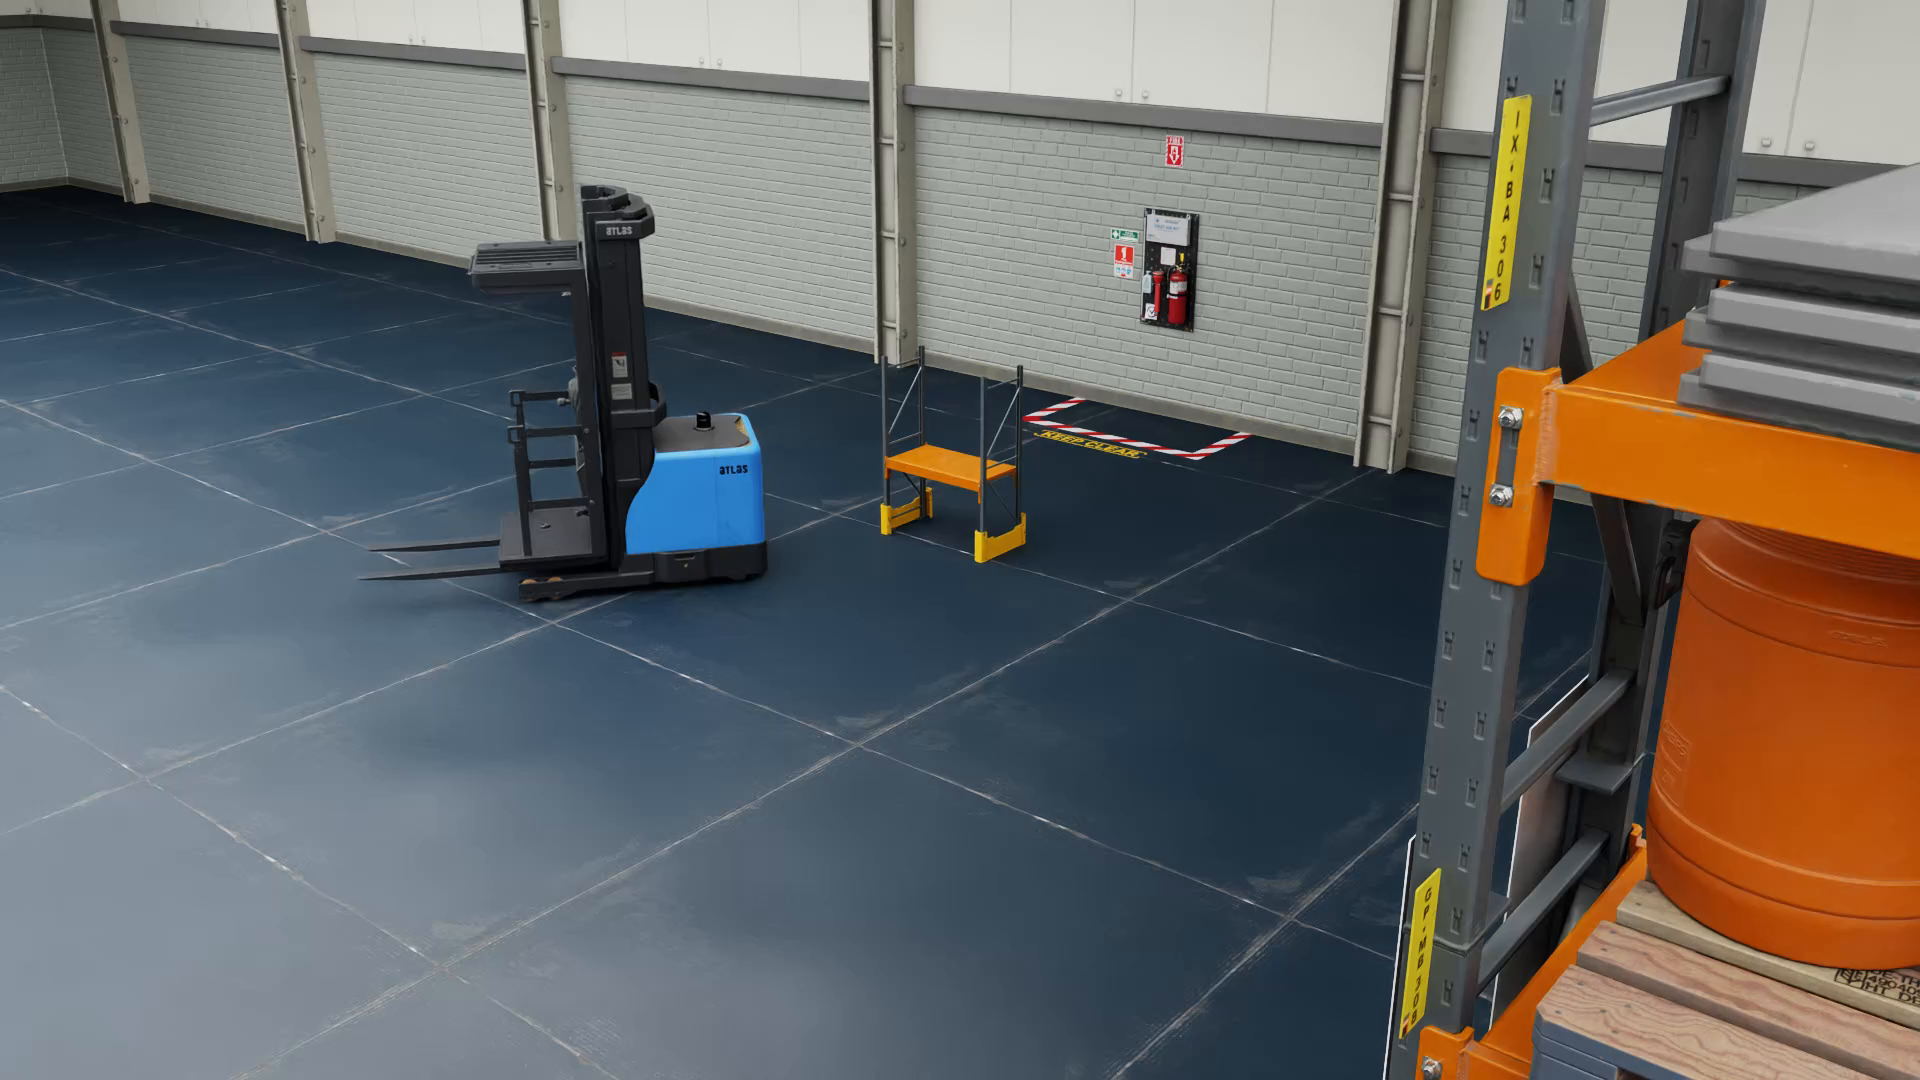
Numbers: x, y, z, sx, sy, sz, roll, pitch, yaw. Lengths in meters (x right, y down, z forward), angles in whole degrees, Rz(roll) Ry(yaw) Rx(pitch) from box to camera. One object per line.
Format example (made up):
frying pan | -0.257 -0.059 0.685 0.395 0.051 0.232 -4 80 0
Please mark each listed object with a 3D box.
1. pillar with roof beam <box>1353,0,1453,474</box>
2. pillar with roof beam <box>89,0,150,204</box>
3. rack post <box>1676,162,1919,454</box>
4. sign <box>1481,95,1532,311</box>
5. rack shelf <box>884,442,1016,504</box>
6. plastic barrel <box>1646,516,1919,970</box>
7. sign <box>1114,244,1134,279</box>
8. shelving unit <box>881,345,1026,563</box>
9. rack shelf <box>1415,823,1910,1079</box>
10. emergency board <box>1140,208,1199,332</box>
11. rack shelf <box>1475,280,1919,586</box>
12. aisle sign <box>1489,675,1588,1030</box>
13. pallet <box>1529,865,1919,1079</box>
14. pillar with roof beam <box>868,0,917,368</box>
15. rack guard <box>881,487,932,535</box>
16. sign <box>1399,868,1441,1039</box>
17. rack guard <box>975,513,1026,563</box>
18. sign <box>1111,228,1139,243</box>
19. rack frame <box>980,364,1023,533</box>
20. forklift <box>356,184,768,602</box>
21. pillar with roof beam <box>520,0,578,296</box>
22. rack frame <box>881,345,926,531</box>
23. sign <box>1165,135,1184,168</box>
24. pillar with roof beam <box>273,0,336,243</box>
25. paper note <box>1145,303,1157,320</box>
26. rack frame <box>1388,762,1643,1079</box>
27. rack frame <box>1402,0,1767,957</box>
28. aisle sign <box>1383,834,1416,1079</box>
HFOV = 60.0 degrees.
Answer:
pillar with roof beam | 1.193 -3.726 10.795 0.400 9.000 9.100 16 26 36
pillar with roof beam | -17.401 -9.081 24.994 0.400 9.000 9.100 16 26 36
rack post | 1.715 -0.338 2.521 0.937 0.300 0.954 -19 28 -41
sign | 0.859 -0.529 2.613 0.005 0.325 0.100 16 26 36
rack shelf | -0.066 -0.552 13.517 1.000 0.185 0.538 16 26 36
plastic barrel | 1.667 0.304 3.156 0.708 0.830 0.600 16 26 36
sign | 1.661 -2.826 16.860 0.234 0.329 0.001 16 26 36
shelving unit | -0.059 -0.719 13.449 1.083 1.500 0.587 16 26 36
rack shelf | 2.759 1.411 2.445 4.000 0.370 1.077 16 26 36
emergency board | 2.024 -2.658 16.464 0.643 1.169 0.194 16 26 36
rack shelf | 2.759 0.194 1.986 4.000 0.370 1.077 16 26 36
aisle sign | 1.342 0.718 3.830 0.004 0.787 0.394 16 26 36
pallet | 1.789 0.927 2.974 1.213 0.211 1.003 16 26 36
pillar with roof beam | -3.456 -5.065 14.345 0.400 9.000 9.100 16 26 36
rack guard | -0.445 -0.245 13.964 0.087 0.250 0.587 16 26 36
sign | 0.859 0.773 3.103 0.005 0.325 0.100 16 26 36
rack guard | 0.327 -0.023 13.375 0.087 0.250 0.587 16 26 36
sign | 1.659 -3.070 16.757 0.331 0.109 0.001 16 26 36
rack frame | 0.328 -0.607 13.153 0.032 1.500 0.500 16 26 36
forklift | -3.060 -1.113 12.465 3.031 2.935 1.130 -5 21 -12
pillar with roof beam | -8.104 -6.403 17.895 0.400 9.000 9.100 16 26 36
rack frame | -0.460 -0.834 13.755 0.032 1.500 0.500 16 26 36
sign | 2.081 -3.771 16.132 0.199 0.298 0.001 16 26 36
pillar with roof beam | -12.752 -7.742 21.445 0.400 9.000 9.100 16 26 36
paper note | 1.931 -2.304 16.775 0.142 0.148 0.016 16 26 36
rack frame | 1.210 2.031 4.030 0.127 3.000 1.000 16 26 36
rack frame | 1.210 -0.776 2.972 0.127 3.000 1.000 16 26 36
aisle sign | 0.969 0.879 3.402 0.004 0.787 0.394 16 26 36
